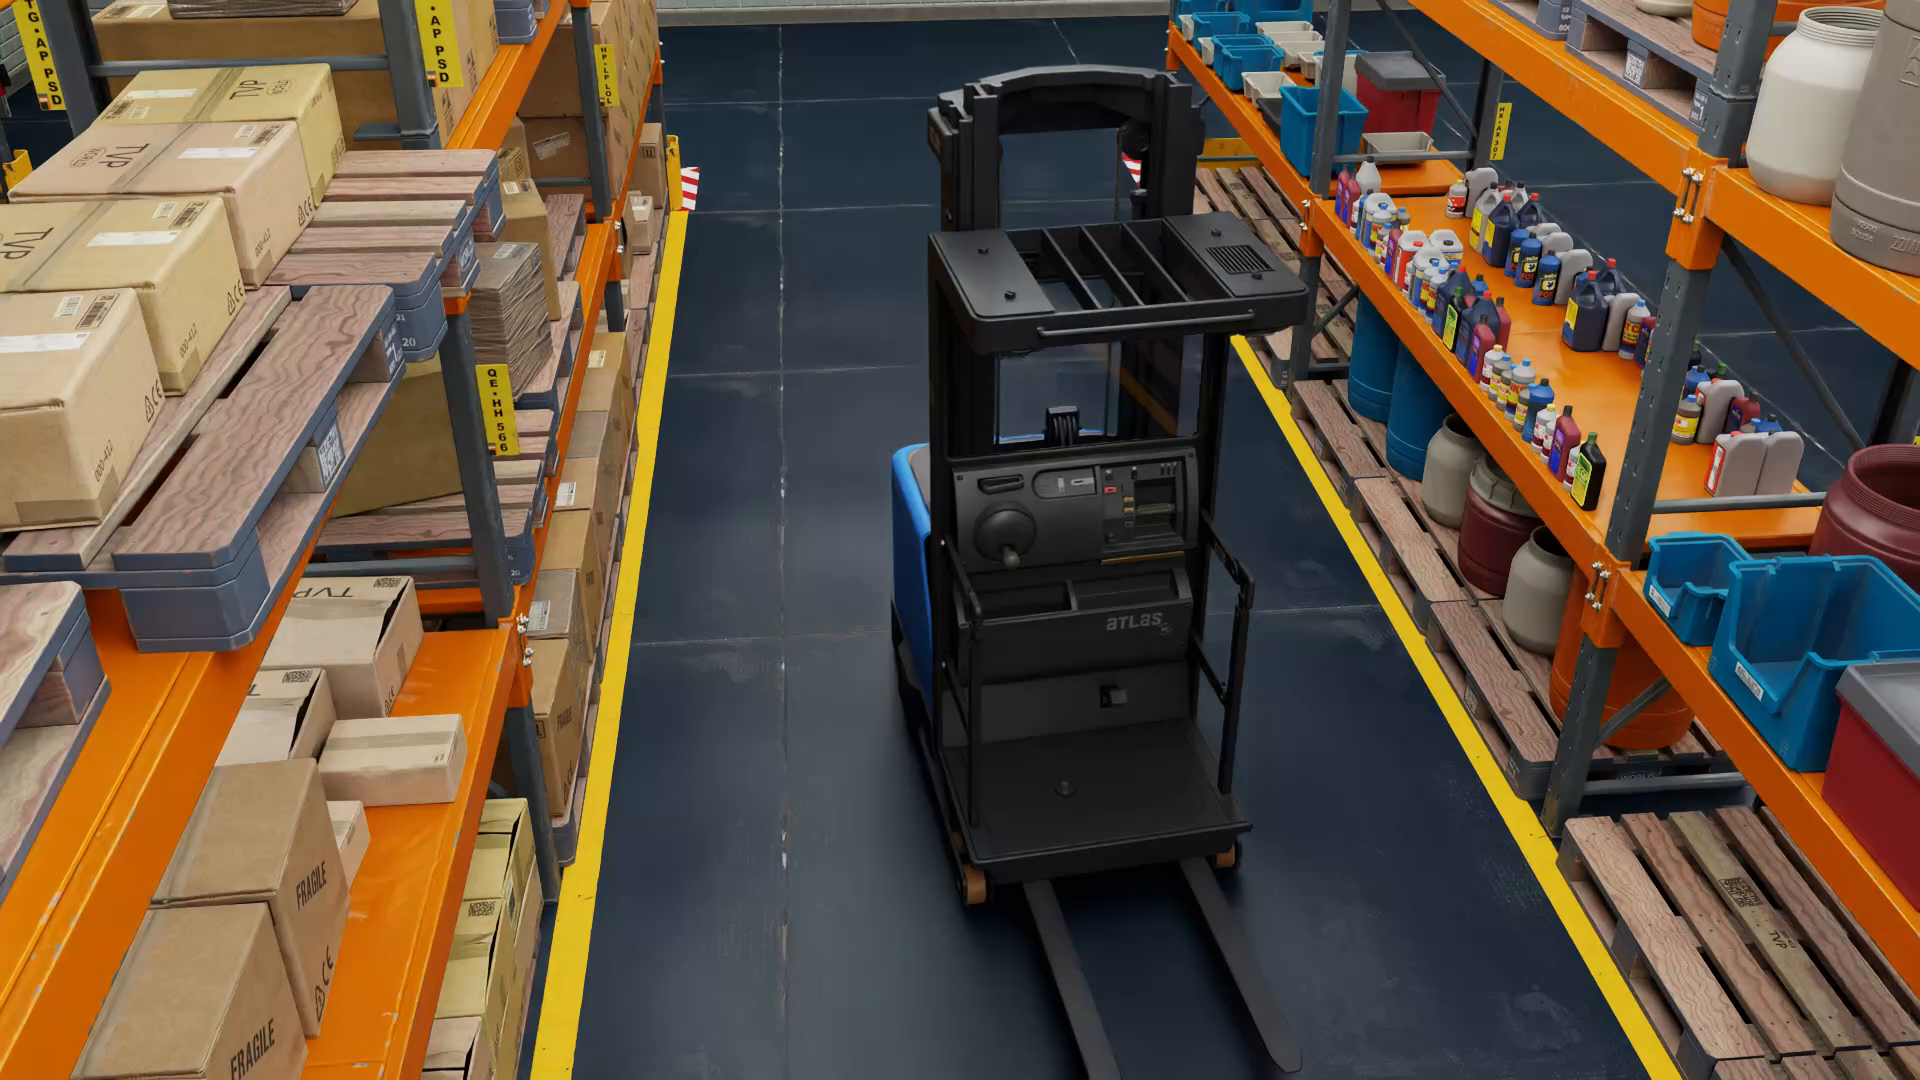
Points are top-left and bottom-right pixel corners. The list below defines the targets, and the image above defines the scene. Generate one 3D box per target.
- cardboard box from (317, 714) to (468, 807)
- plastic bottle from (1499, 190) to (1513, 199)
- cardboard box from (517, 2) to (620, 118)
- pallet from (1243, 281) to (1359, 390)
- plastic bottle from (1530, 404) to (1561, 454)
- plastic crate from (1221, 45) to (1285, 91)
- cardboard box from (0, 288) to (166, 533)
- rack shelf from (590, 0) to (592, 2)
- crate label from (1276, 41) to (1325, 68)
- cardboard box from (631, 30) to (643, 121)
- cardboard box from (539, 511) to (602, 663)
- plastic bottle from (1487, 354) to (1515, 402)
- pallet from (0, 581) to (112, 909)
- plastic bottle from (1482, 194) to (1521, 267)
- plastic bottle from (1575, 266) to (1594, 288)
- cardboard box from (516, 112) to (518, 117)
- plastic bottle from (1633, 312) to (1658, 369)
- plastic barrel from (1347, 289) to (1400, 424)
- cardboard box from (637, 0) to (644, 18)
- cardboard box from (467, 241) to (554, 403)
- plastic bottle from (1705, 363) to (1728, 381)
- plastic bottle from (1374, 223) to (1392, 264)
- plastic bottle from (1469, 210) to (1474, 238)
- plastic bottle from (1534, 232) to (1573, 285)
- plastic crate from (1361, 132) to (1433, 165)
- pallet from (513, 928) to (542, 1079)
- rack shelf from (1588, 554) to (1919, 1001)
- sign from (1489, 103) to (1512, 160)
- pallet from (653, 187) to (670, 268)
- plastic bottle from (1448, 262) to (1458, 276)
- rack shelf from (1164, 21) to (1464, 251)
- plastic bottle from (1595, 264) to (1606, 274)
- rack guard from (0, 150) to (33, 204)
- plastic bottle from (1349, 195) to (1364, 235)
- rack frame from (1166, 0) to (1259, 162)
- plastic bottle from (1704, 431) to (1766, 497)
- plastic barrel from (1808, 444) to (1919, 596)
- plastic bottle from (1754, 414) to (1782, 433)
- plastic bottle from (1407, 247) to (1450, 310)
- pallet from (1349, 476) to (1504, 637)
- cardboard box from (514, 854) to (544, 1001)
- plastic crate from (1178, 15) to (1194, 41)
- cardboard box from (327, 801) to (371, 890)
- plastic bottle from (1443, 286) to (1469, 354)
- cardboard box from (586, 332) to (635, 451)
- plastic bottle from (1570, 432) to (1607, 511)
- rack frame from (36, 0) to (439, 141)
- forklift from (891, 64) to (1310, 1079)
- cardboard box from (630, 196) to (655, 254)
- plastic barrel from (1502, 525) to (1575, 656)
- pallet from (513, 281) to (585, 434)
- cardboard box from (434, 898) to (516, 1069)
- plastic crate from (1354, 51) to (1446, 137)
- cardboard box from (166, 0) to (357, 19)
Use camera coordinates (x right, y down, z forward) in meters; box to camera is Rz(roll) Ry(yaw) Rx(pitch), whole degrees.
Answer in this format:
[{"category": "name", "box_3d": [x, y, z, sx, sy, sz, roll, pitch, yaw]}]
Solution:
[{"category": "cardboard box", "box_3d": [-1.692, 0.660, 4.966, 0.380, 0.149, 0.250, -3, 31, -5]}, {"category": "plastic bottle", "box_3d": [2.900, -1.746, 8.870, 0.152, 0.276, 0.135, -3, 31, -5]}, {"category": "cardboard box", "box_3d": [-2.189, -2.663, 9.210, 0.500, 0.500, 0.500, -2, 31, -3]}, {"category": "pallet", "box_3d": [2.400, -1.348, 10.801, 1.003, 0.211, 1.213, -3, 31, -5]}, {"category": "plastic bottle", "box_3d": [2.395, -0.458, 6.785, 0.097, 0.201, 0.097, 0, 31, 0]}, {"category": "plastic crate", "box_3d": [1.980, -3.201, 11.288, 0.416, 0.233, 0.300, -3, 31, -5]}, {"category": "cardboard box", "box_3d": [-1.795, -0.235, 3.030, 0.500, 0.250, 0.500, -5, 31, -9]}, {"category": "rack shelf", "box_3d": [-2.612, -3.937, 10.192, 1.077, 0.370, 4.000, -3, 31, -5]}, {"category": "crate label", "box_3d": [2.453, -3.429, 11.765, 0.396, 0.136, 0.243, -3, 31, -5]}, {"category": "cardboard box", "box_3d": [-2.346, -3.029, 10.799, 0.500, 0.500, 0.500, -3, 31, -5]}, {"category": "cardboard box", "box_3d": [-1.905, 0.221, 7.464, 0.500, 0.500, 0.500, -3, 31, -5]}, {"category": "plastic bottle", "box_3d": [2.350, -0.706, 7.201, 0.097, 0.201, 0.097, 0, 31, 0]}, {"category": "pallet", "box_3d": [-1.773, 0.493, 2.262, 0.805, 0.209, 1.217, -4, 31, -7]}, {"category": "plastic bottle", "box_3d": [2.793, -1.596, 8.545, 0.144, 0.351, 0.185, -3, 31, -5]}, {"category": "plastic bottle", "box_3d": [2.971, -1.171, 7.911, 0.097, 0.271, 0.097, 0, 31, 0]}, {"category": "cardboard box", "box_3d": [-2.727, -2.222, 9.448, 0.500, 0.500, 0.500, -2, 31, -4]}, {"category": "plastic bottle", "box_3d": [3.100, -0.908, 7.459, 0.061, 0.283, 0.133, -3, 31, -5]}, {"category": "plastic barrel", "box_3d": [2.541, -1.173, 9.425, 0.600, 0.901, 0.708, -3, 31, -5]}, {"category": "cardboard box", "box_3d": [-2.382, -3.714, 10.971, 0.500, 0.500, 0.500, -2, 31, -3]}, {"category": "cardboard box", "box_3d": [-2.117, -0.910, 6.841, 0.700, 0.500, 0.500, 3, 31, 5]}, {"category": "plastic bottle", "box_3d": [3.152, -0.623, 6.981, 0.061, 0.283, 0.133, -3, 31, -5]}, {"category": "plastic bottle", "box_3d": [2.198, -1.535, 8.588, 0.097, 0.201, 0.097, 0, 31, 0]}, {"category": "plastic bottle", "box_3d": [2.778, -1.699, 8.863, 0.097, 0.201, 0.097, 0, 31, 0]}, {"category": "plastic bottle", "box_3d": [2.960, -1.420, 8.324, 0.152, 0.276, 0.135, -3, 31, -5]}, {"category": "plastic crate", "box_3d": [2.606, -2.329, 9.923, 0.396, 0.136, 0.243, -3, 31, -5]}, {"category": "pallet", "box_3d": [-2.013, 1.725, 5.656, 1.003, 0.211, 1.213, -3, 31, -5]}, {"category": "rack shelf", "box_3d": [3.068, 1.200, 4.517, 1.077, 0.370, 4.000, -3, 31, -5]}, {"category": "sign", "box_3d": [3.055, -2.316, 9.433, 0.100, 0.325, 0.005, -3, 31, -5]}, {"category": "pallet", "box_3d": [-2.716, -2.336, 12.455, 1.003, 0.211, 1.213, -3, 31, -5]}, {"category": "plastic bottle", "box_3d": [2.402, -1.256, 8.122, 0.097, 0.201, 0.097, 0, 31, 0]}, {"category": "rack shelf", "box_3d": [2.320, -2.884, 11.355, 1.077, 0.370, 4.000, -3, 31, -5]}, {"category": "plastic bottle", "box_3d": [3.049, -1.189, 7.929, 0.061, 0.283, 0.133, -3, 31, -5]}, {"category": "rack guard", "box_3d": [-7.732, -2.679, 12.747, 1.175, 0.500, 0.348, -3, 31, -5]}, {"category": "plastic bottle", "box_3d": [2.158, -1.753, 8.953, 0.097, 0.201, 0.097, 0, 31, 0]}, {"category": "rack frame", "box_3d": [2.134, -4.214, 12.880, 1.000, 3.000, 0.127, -3, 31, -5]}, {"category": "plastic bottle", "box_3d": [3.011, -0.306, 6.457, 0.152, 0.276, 0.135, -3, 31, -5]}, {"category": "plastic barrel", "box_3d": [3.226, 0.034, 5.635, 0.600, 0.536, 0.708, -3, 31, -5]}, {"category": "plastic bottle", "box_3d": [3.179, -0.371, 6.572, 0.097, 0.271, 0.097, 0, 31, 0]}, {"category": "plastic bottle", "box_3d": [2.279, -1.273, 8.077, 0.152, 0.276, 0.135, -3, 31, -5]}, {"category": "pallet", "box_3d": [2.655, 0.045, 8.468, 1.003, 0.211, 1.213, -3, 31, -5]}, {"category": "cardboard box", "box_3d": [-1.759, 1.363, 5.815, 0.500, 0.250, 0.500, -2, 31, -3]}, {"category": "plastic crate", "box_3d": [1.776, -3.817, 12.414, 0.250, 0.136, 0.298, -3, 31, -5]}, {"category": "cardboard box", "box_3d": [-1.876, 0.862, 4.627, 0.380, 0.149, 0.250, -1, 31, -1]}, {"category": "plastic bottle", "box_3d": [2.282, -1.012, 7.632, 0.061, 0.283, 0.133, -3, 31, -5]}, {"category": "cardboard box", "box_3d": [-2.093, -0.814, 9.196, 0.500, 0.500, 0.500, -3, 31, -5]}, {"category": "plastic bottle", "box_3d": [2.418, -0.266, 6.383, 0.061, 0.283, 0.133, -3, 31, -5]}, {"category": "rack frame", "box_3d": [-2.051, -2.470, 4.110, 1.000, 3.000, 0.127, -3, 31, -5]}, {"category": "forklift", "box_3d": [0.482, -0.064, 6.000, 1.130, 2.935, 3.031, -6, 31, -10]}, {"category": "cardboard box", "box_3d": [-2.444, -2.235, 11.819, 0.500, 0.250, 0.500, -3, 31, -5]}, {"category": "plastic barrel", "box_3d": [2.677, 0.225, 7.465, 0.421, 0.512, 0.421, 0, 31, 0]}, {"category": "pallet", "box_3d": [-2.237, -0.805, 7.359, 1.003, 0.211, 1.213, -3, 31, -5]}, {"category": "cardboard box", "box_3d": [-1.702, 1.386, 5.230, 0.500, 0.311, 0.500, -3, 31, -5]}, {"category": "plastic crate", "box_3d": [2.674, -2.693, 10.213, 0.402, 0.464, 0.583, -3, 31, -5]}, {"category": "cardboard box", "box_3d": [-2.085, -1.877, 4.970, 0.500, 0.500, 0.500, -3, 31, -5]}]
